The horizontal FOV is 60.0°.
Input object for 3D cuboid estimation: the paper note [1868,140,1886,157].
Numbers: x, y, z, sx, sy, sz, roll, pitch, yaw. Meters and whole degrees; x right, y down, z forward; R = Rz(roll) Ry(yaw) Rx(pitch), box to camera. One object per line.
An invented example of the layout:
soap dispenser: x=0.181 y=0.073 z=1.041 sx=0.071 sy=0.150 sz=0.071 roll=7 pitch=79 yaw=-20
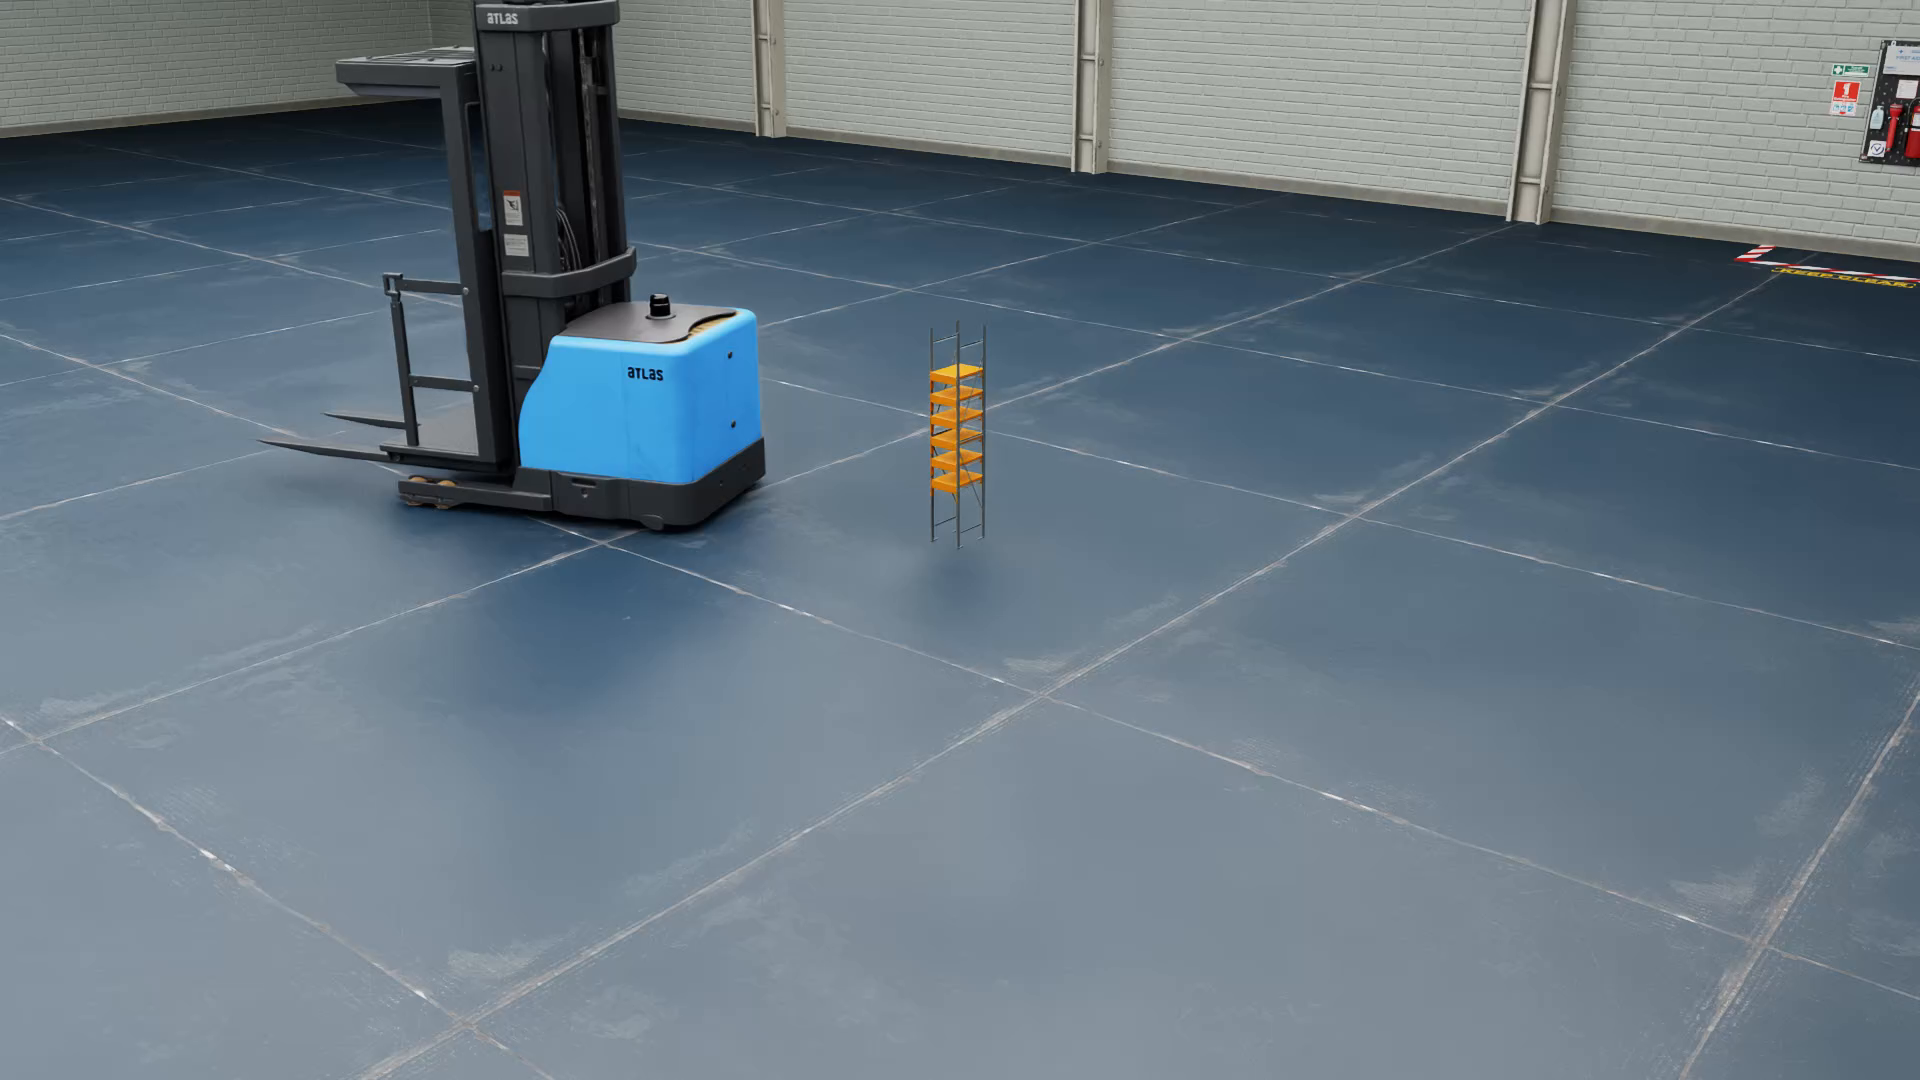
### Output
paper note: x=9.044 y=-3.859 z=16.398 sx=0.142 sy=0.148 sz=0.016 roll=16 pitch=26 yaw=36

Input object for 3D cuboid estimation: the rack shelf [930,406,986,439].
rack shelf: x=-0.011 y=-0.635 z=8.938 sx=0.180 sy=0.103 sz=0.258 roll=16 pitch=26 yaw=36

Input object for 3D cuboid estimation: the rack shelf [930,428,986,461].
rack shelf: x=-0.011 y=-0.523 z=8.981 sx=0.180 sy=0.103 sz=0.258 roll=16 pitch=26 yaw=36

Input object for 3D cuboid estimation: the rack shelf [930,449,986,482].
rack shelf: x=-0.011 y=-0.411 z=9.023 sx=0.180 sy=0.103 sz=0.258 roll=16 pitch=26 yaw=36

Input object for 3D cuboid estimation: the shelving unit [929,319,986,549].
shelving unit: x=-0.011 y=-0.565 z=8.965 sx=0.189 sy=1.200 sz=0.258 roll=16 pitch=26 yaw=36

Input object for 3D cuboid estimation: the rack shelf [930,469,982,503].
rack shelf: x=-0.011 y=-0.298 z=9.065 sx=0.180 sy=0.103 sz=0.258 roll=16 pitch=26 yaw=36

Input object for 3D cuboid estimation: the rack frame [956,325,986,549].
rack frame: x=0.060 y=-0.544 z=8.911 sx=0.006 sy=1.200 sz=0.240 roll=16 pitch=26 yaw=36

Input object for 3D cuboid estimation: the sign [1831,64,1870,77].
sign: x=8.772 y=-4.625 z=16.380 sx=0.331 sy=0.109 sz=0.001 roll=16 pitch=26 yaw=36

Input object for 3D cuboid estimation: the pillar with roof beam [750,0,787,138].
pillar with roof beam: x=-5.639 y=-9.297 z=21.068 sx=0.400 sy=9.000 sz=9.100 roll=16 pitch=26 yaw=36

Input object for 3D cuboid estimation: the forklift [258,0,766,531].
forklift: x=-2.745 y=-1.716 z=9.565 sx=3.031 sy=2.935 sz=1.130 roll=7 pitch=22 yaw=17

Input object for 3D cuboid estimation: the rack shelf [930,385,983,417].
rack shelf: x=-0.011 y=-0.748 z=8.896 sx=0.180 sy=0.103 sz=0.258 roll=16 pitch=26 yaw=36

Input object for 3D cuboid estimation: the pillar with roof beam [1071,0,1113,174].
pillar with roof beam: x=-0.991 y=-7.958 z=17.518 sx=0.400 sy=9.000 sz=9.100 roll=16 pitch=26 yaw=36

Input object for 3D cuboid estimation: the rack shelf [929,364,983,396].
rack shelf: x=-0.011 y=-0.860 z=8.854 sx=0.180 sy=0.103 sz=0.258 roll=16 pitch=26 yaw=36

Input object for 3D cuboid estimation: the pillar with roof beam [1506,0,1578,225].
pillar with roof beam: x=3.657 y=-6.619 z=13.968 sx=0.400 sy=9.000 sz=9.100 roll=16 pitch=26 yaw=36

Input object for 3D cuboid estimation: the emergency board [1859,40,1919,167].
emergency board: x=9.137 y=-4.212 z=16.087 sx=0.643 sy=1.169 sz=0.194 roll=16 pitch=26 yaw=36

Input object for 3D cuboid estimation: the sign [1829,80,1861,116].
sign: x=8.774 y=-4.381 z=16.483 sx=0.234 sy=0.329 sz=0.001 roll=16 pitch=26 yaw=36

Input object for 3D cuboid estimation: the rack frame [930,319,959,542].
rack frame: x=-0.082 y=-0.585 z=9.019 sx=0.006 sy=1.200 sz=0.240 roll=16 pitch=26 yaw=36
